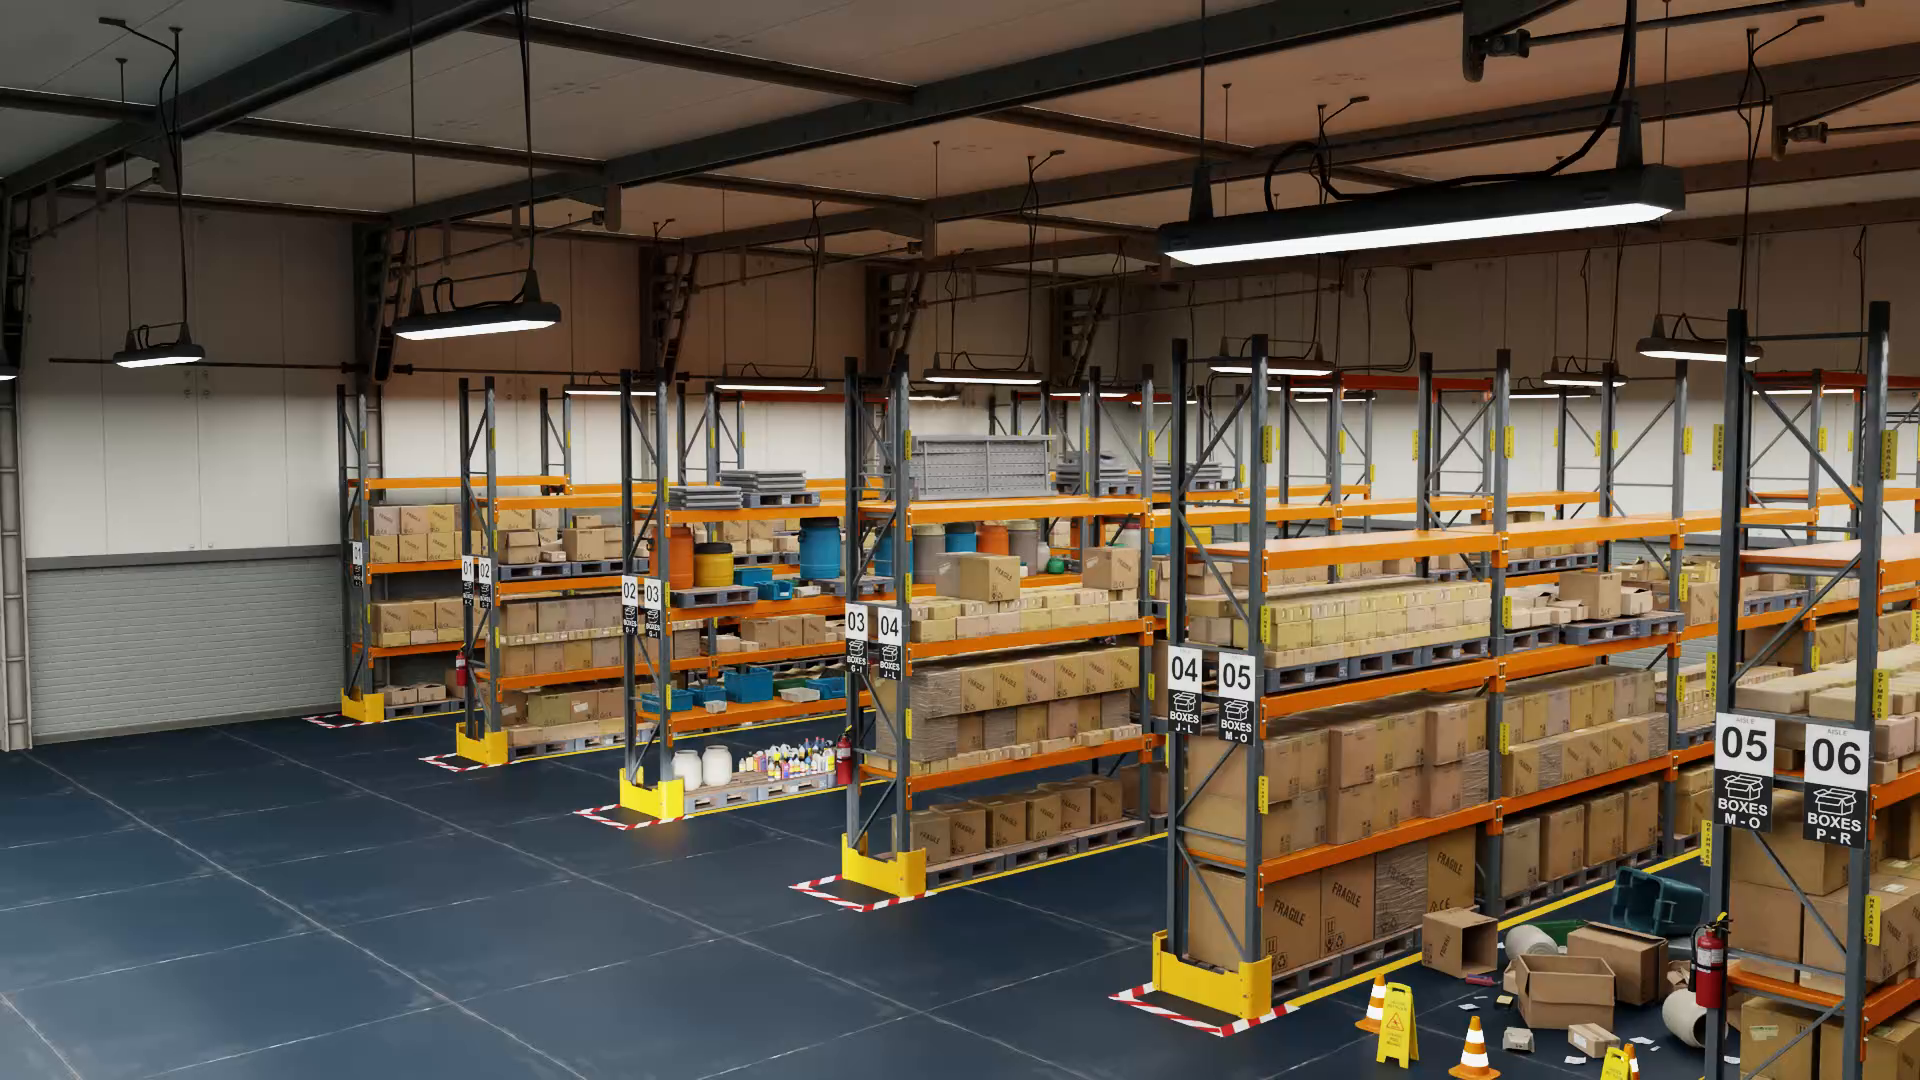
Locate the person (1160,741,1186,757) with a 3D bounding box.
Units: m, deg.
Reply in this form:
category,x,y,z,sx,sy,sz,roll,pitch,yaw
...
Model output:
category,x,y,z,sx,sy,sz,roll,pitch,yaw
person,3.241,2.755,24.579,0.614,1.631,0.575,4,5,44
